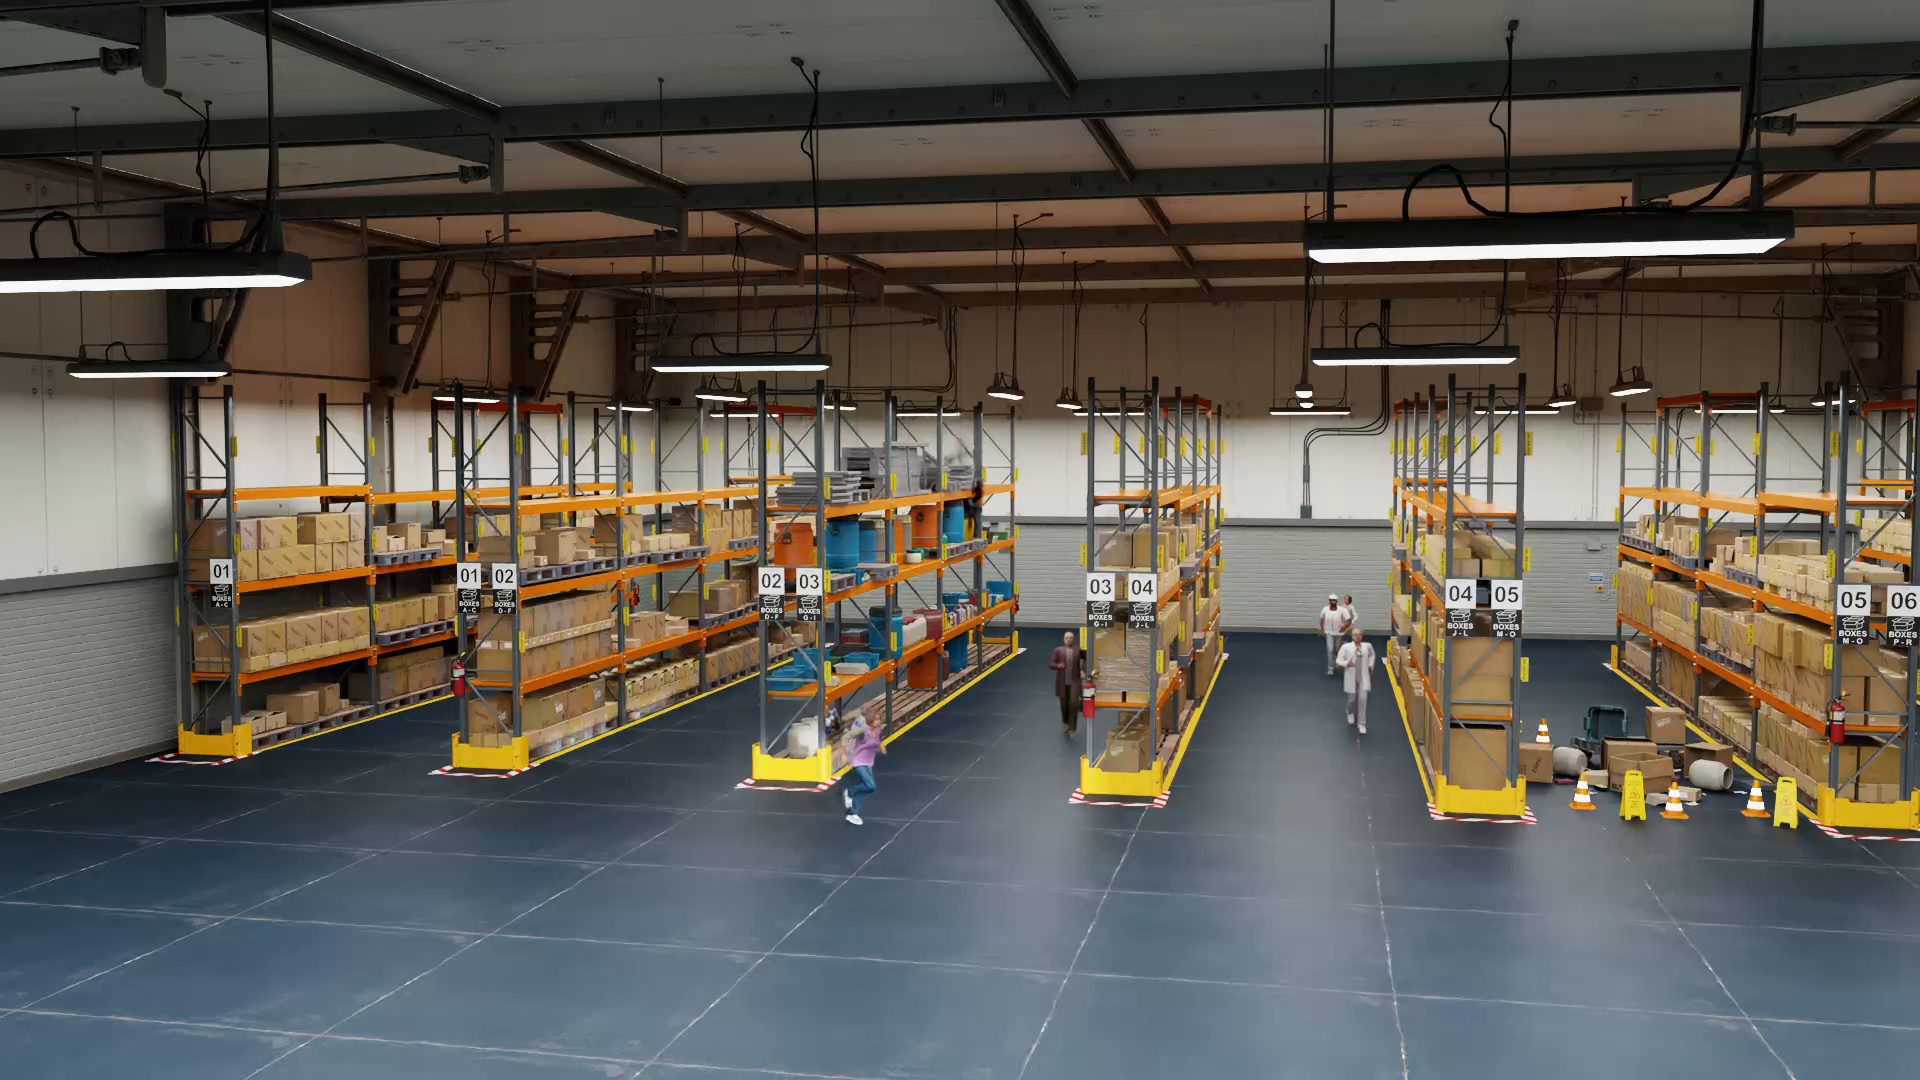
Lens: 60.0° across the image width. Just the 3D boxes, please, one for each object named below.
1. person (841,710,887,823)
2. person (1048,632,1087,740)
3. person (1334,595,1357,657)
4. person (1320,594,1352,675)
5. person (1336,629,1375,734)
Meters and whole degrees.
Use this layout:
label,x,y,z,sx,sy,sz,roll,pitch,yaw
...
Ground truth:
label,x,y,z,sx,sy,sz,roll,pitch,yaw
person,-1.249,3.014,22.074,0.649,1.527,0.525,2,4,33
person,1.873,2.476,28.662,0.701,1.792,0.949,0,3,6
person,9.045,2.054,39.395,0.457,1.519,0.647,-1,3,-23
person,8.235,2.062,36.511,0.708,1.761,0.877,1,3,21
person,6.990,2.459,29.309,0.710,1.769,1.049,0,3,4
